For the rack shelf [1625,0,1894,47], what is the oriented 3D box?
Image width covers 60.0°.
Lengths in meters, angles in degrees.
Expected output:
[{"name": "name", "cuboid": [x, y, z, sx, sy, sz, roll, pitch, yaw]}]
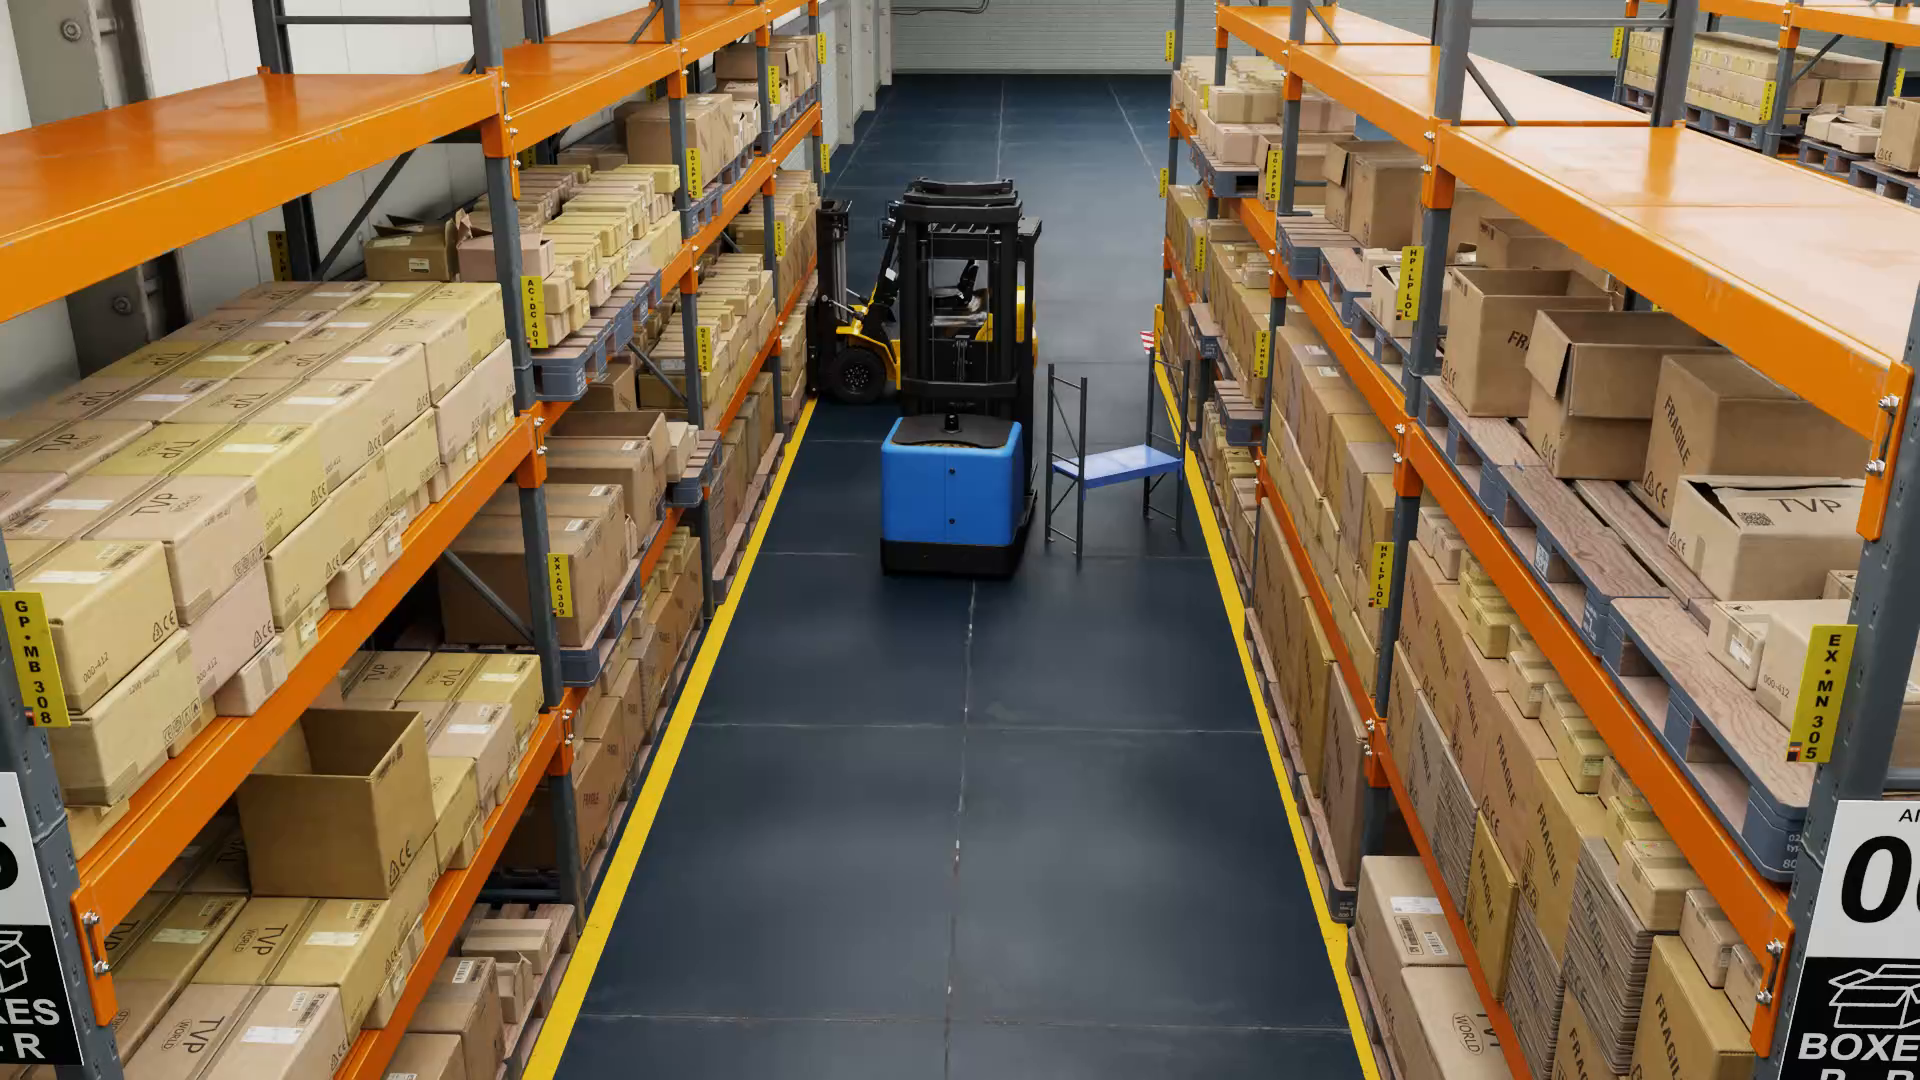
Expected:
[{"name": "rack shelf", "cuboid": [7.766, -5.203, 16.338, 1.077, 0.370, 4.000, 1, 21, 2]}]

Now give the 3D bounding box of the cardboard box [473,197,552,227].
[{"name": "cardboard box", "cuboid": [-2.595, -1.894, 9.654, 0.380, 0.149, 0.250, 1, 21, 1]}]

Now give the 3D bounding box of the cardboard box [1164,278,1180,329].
[{"name": "cardboard box", "cuboid": [2.575, -2.635, 18.651, 0.500, 0.500, 0.500, 0, 21, 0]}]

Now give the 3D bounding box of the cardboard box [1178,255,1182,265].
[{"name": "cardboard box", "cuboid": [2.548, -3.059, 17.908, 0.380, 0.149, 0.250, 1, 21, 3]}]

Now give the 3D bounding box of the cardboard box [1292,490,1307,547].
[{"name": "cardboard box", "cuboid": [2.346, -0.157, 10.287, 0.500, 0.250, 0.500, 1, 21, 3]}]

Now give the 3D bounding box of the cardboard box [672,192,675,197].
[{"name": "cardboard box", "cuboid": [-2.015, -2.484, 11.535, 0.380, 0.166, 0.250, 1, 21, 2]}]

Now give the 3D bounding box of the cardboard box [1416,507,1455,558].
[{"name": "cardboard box", "cuboid": [2.242, -0.034, 7.346, 0.380, 0.149, 0.250, 0, 21, 1]}]

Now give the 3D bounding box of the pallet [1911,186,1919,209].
[{"name": "pallet", "cuboid": [7.550, -2.302, 11.723, 1.213, 0.211, 1.003, 2, 21, 4]}]

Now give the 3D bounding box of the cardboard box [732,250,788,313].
[{"name": "cardboard box", "cuboid": [-1.933, -2.480, 15.929, 0.500, 0.500, 0.500, 0, 21, 0]}]

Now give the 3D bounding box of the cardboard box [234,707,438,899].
[{"name": "cardboard box", "cuboid": [-2.244, 0.941, 6.009, 0.500, 0.500, 0.500, 1, 21, 3]}]

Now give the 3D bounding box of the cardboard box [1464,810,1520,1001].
[{"name": "cardboard box", "cuboid": [2.178, 1.338, 6.089, 0.500, 0.500, 0.500, 1, 21, 3]}]

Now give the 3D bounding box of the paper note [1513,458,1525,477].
[{"name": "paper note", "cuboid": [1.871, -0.246, 5.576, 0.006, 0.032, 0.123, 1, 21, 2]}]

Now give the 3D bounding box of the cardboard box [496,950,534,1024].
[{"name": "cardboard box", "cuboid": [-2.185, 2.029, 7.644, 0.396, 0.266, 0.258, 1, 21, 4]}]

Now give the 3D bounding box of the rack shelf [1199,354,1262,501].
[{"name": "rack shelf", "cuboid": [2.693, -1.164, 13.670, 1.077, 0.370, 4.000, 1, 21, 2]}]

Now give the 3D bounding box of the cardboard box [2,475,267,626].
[{"name": "cardboard box", "cuboid": [-2.273, 0.021, 4.579, 0.500, 0.250, 0.500, 0, 21, 1]}]

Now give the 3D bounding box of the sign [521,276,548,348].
[{"name": "sign", "cuboid": [-1.908, -1.019, 7.442, 0.100, 0.325, 0.005, 1, 21, 2]}]

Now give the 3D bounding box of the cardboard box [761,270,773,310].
[{"name": "cardboard box", "cuboid": [-1.967, -2.259, 15.013, 0.500, 0.250, 0.500, 0, 21, 0]}]

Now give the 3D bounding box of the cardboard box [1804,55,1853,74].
[{"name": "cardboard box", "cuboid": [8.070, -4.412, 15.425, 0.380, 0.149, 0.250, 0, 21, 1]}]

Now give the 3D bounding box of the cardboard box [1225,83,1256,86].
[{"name": "cardboard box", "cuboid": [2.574, -4.180, 15.548, 0.380, 0.149, 0.250, 1, 21, 3]}]

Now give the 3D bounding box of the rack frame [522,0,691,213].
[{"name": "rack frame", "cuboid": [-2.329, -3.626, 10.728, 1.000, 3.000, 0.127, 1, 21, 2]}]

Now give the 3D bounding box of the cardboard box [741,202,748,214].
[{"name": "cardboard box", "cuboid": [-2.389, -3.436, 17.085, 0.380, 0.149, 0.250, 1, 21, 3]}]

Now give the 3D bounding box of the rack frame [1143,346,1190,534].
[{"name": "rack frame", "cuboid": [1.719, -0.833, 13.897, 0.032, 1.500, 0.500, -12, 24, -29]}]

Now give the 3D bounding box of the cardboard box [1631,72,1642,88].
[{"name": "cardboard box", "cuboid": [7.489, -4.962, 17.946, 0.380, 0.149, 0.250, 1, 21, 2]}]

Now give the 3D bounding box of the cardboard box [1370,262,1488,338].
[{"name": "cardboard box", "cuboid": [2.328, -1.204, 8.173, 0.500, 0.311, 0.500, 1, 21, 2]}]

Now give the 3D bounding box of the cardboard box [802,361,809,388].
[{"name": "cardboard box", "cuboid": [-1.862, -1.731, 17.356, 0.500, 0.250, 0.500, 1, 21, 3]}]

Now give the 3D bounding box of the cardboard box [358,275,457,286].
[{"name": "cardboard box", "cuboid": [-2.558, -1.155, 7.724, 0.380, 0.149, 0.250, 0, 21, 1]}]

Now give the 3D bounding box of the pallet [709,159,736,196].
[{"name": "pallet", "cuboid": [-2.367, -2.791, 12.982, 1.003, 0.211, 1.213, 2, 21, 4]}]

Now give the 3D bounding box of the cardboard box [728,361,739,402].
[{"name": "cardboard box", "cuboid": [-2.042, -1.285, 13.196, 0.500, 0.250, 0.500, 0, 21, 0]}]

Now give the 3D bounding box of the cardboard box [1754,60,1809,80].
[{"name": "cardboard box", "cuboid": [7.398, -4.236, 14.972, 0.380, 0.149, 0.250, 0, 21, 1]}]

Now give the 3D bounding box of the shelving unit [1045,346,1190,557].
[{"name": "shelving unit", "cuboid": [1.284, -0.738, 13.652, 1.048, 1.500, 0.538, -12, 24, -29]}]

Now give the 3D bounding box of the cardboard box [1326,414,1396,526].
[{"name": "cardboard box", "cuboid": [2.317, -0.377, 9.127, 0.500, 0.500, 0.500, 1, 21, 3]}]

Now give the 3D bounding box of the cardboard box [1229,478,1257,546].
[{"name": "cardboard box", "cuboid": [2.674, -0.218, 13.289, 0.950, 0.372, 0.625, 0, 21, 1]}]

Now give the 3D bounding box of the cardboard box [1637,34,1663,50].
[{"name": "cardboard box", "cuboid": [7.490, -5.338, 17.814, 0.380, 0.149, 0.250, 1, 21, 2]}]

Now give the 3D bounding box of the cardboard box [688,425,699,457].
[{"name": "cardboard box", "cuboid": [-1.965, -0.666, 11.160, 0.380, 0.149, 0.250, 1, 21, 3]}]

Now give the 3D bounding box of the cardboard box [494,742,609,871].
[{"name": "cardboard box", "cuboid": [-2.211, 1.414, 8.906, 0.500, 0.500, 0.500, 2, 21, 4]}]

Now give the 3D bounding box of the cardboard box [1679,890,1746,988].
[{"name": "cardboard box", "cuboid": [2.184, 1.077, 4.482, 0.380, 0.149, 0.250, 1, 21, 3]}]

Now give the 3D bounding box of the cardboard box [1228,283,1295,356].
[{"name": "cardboard box", "cuboid": [2.387, -1.694, 12.912, 0.500, 0.500, 0.500, -1, 21, -2]}]

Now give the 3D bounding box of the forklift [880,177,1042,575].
[{"name": "forklift", "cuboid": [0.084, -1.591, 13.870, 1.130, 2.935, 3.031, 3, 21, 7]}]

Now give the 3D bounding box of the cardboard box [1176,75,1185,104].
[{"name": "cardboard box", "cuboid": [2.569, -4.775, 17.632, 0.500, 0.250, 0.500, 0, 21, 1]}]

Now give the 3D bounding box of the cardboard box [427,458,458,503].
[{"name": "cardboard box", "cuboid": [-2.206, -0.257, 6.539, 0.380, 0.149, 0.250, 1, 21, 1]}]

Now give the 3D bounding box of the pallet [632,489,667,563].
[{"name": "pallet", "cuboid": [-2.383, -0.037, 10.036, 1.003, 0.211, 1.213, 1, 21, 2]}]

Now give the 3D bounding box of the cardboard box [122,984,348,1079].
[{"name": "cardboard box", "cuboid": [-2.274, 1.651, 5.217, 0.500, 0.250, 0.500, 1, 21, 2]}]

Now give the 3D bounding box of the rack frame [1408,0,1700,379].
[{"name": "rack frame", "cuboid": [2.511, -2.127, 6.863, 1.000, 3.000, 0.127, 1, 21, 2]}]

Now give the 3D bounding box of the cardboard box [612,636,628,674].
[{"name": "cardboard box", "cuboid": [-2.197, 0.684, 9.890, 0.380, 0.149, 0.250, 1, 21, 4]}]

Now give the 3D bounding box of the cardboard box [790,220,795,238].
[{"name": "cardboard box", "cuboid": [-1.857, -3.108, 16.652, 0.380, 0.149, 0.250, 0, 21, 1]}]

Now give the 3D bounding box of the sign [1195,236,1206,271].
[{"name": "sign", "cuboid": [2.212, -2.629, 15.255, 0.100, 0.325, 0.005, 1, 21, 2]}]

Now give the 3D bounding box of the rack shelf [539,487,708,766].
[{"name": "rack shelf", "cuboid": [-2.390, 0.229, 10.080, 1.077, 0.370, 4.000, 1, 21, 2]}]

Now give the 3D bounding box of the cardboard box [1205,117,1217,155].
[{"name": "cardboard box", "cuboid": [2.321, -3.356, 13.806, 0.500, 0.250, 0.500, 0, 21, 1]}]

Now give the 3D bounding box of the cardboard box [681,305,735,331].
[{"name": "cardboard box", "cuboid": [-1.996, -1.757, 13.170, 0.380, 0.149, 0.250, 1, 21, 3]}]

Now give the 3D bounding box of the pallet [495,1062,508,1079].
[{"name": "pallet", "cuboid": [-2.507, 2.608, 6.811, 1.003, 0.211, 1.213, 1, 21, 2]}]

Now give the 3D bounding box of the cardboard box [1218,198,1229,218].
[{"name": "cardboard box", "cuboid": [2.989, -3.586, 16.985, 0.700, 0.500, 0.500, 1, 21, 1]}]

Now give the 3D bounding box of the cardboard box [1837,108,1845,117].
[{"name": "cardboard box", "cuboid": [8.056, -3.856, 15.096, 0.380, 0.149, 0.250, 0, 21, 1]}]

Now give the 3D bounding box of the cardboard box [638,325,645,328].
[{"name": "cardboard box", "cuboid": [-2.618, -1.577, 12.704, 0.380, 0.149, 0.250, 0, 21, 1]}]

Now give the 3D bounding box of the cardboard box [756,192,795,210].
[{"name": "cardboard box", "cuboid": [-1.927, -3.523, 17.310, 0.380, 0.149, 0.250, 1, 21, 2]}]

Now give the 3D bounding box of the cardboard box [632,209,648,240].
[{"name": "cardboard box", "cuboid": [-2.124, -1.934, 10.171, 0.380, 0.149, 0.250, 1, 21, 2]}]
